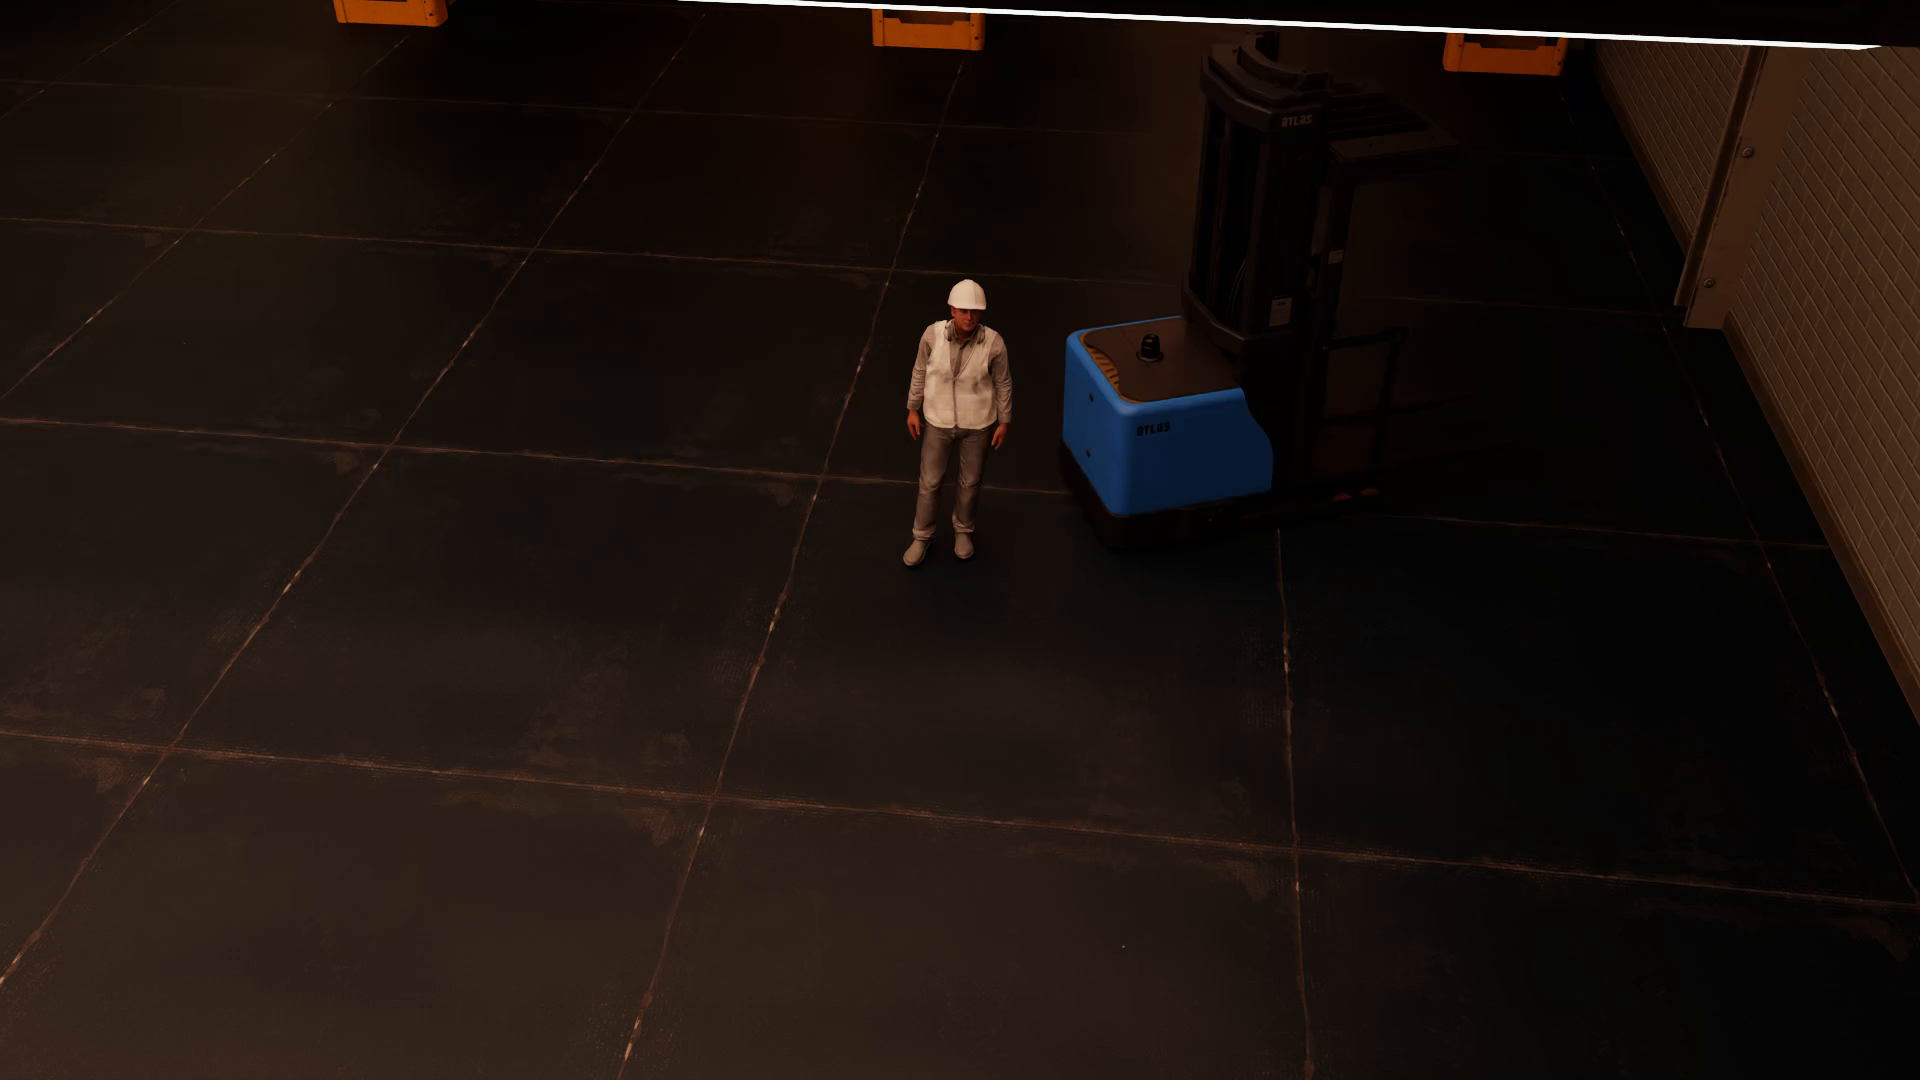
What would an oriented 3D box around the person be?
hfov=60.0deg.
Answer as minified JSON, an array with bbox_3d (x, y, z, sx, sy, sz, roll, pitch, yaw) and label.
[{"bbox_3d":[-0.015,-0.683,9.920,0.633,1.775,0.566,4,37,6],"label":"person"}]

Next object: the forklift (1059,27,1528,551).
[{"bbox_3d":[2.231,-1.608,10.211,3.031,2.935,1.130,-10,38,-13],"label":"forklift"}]
